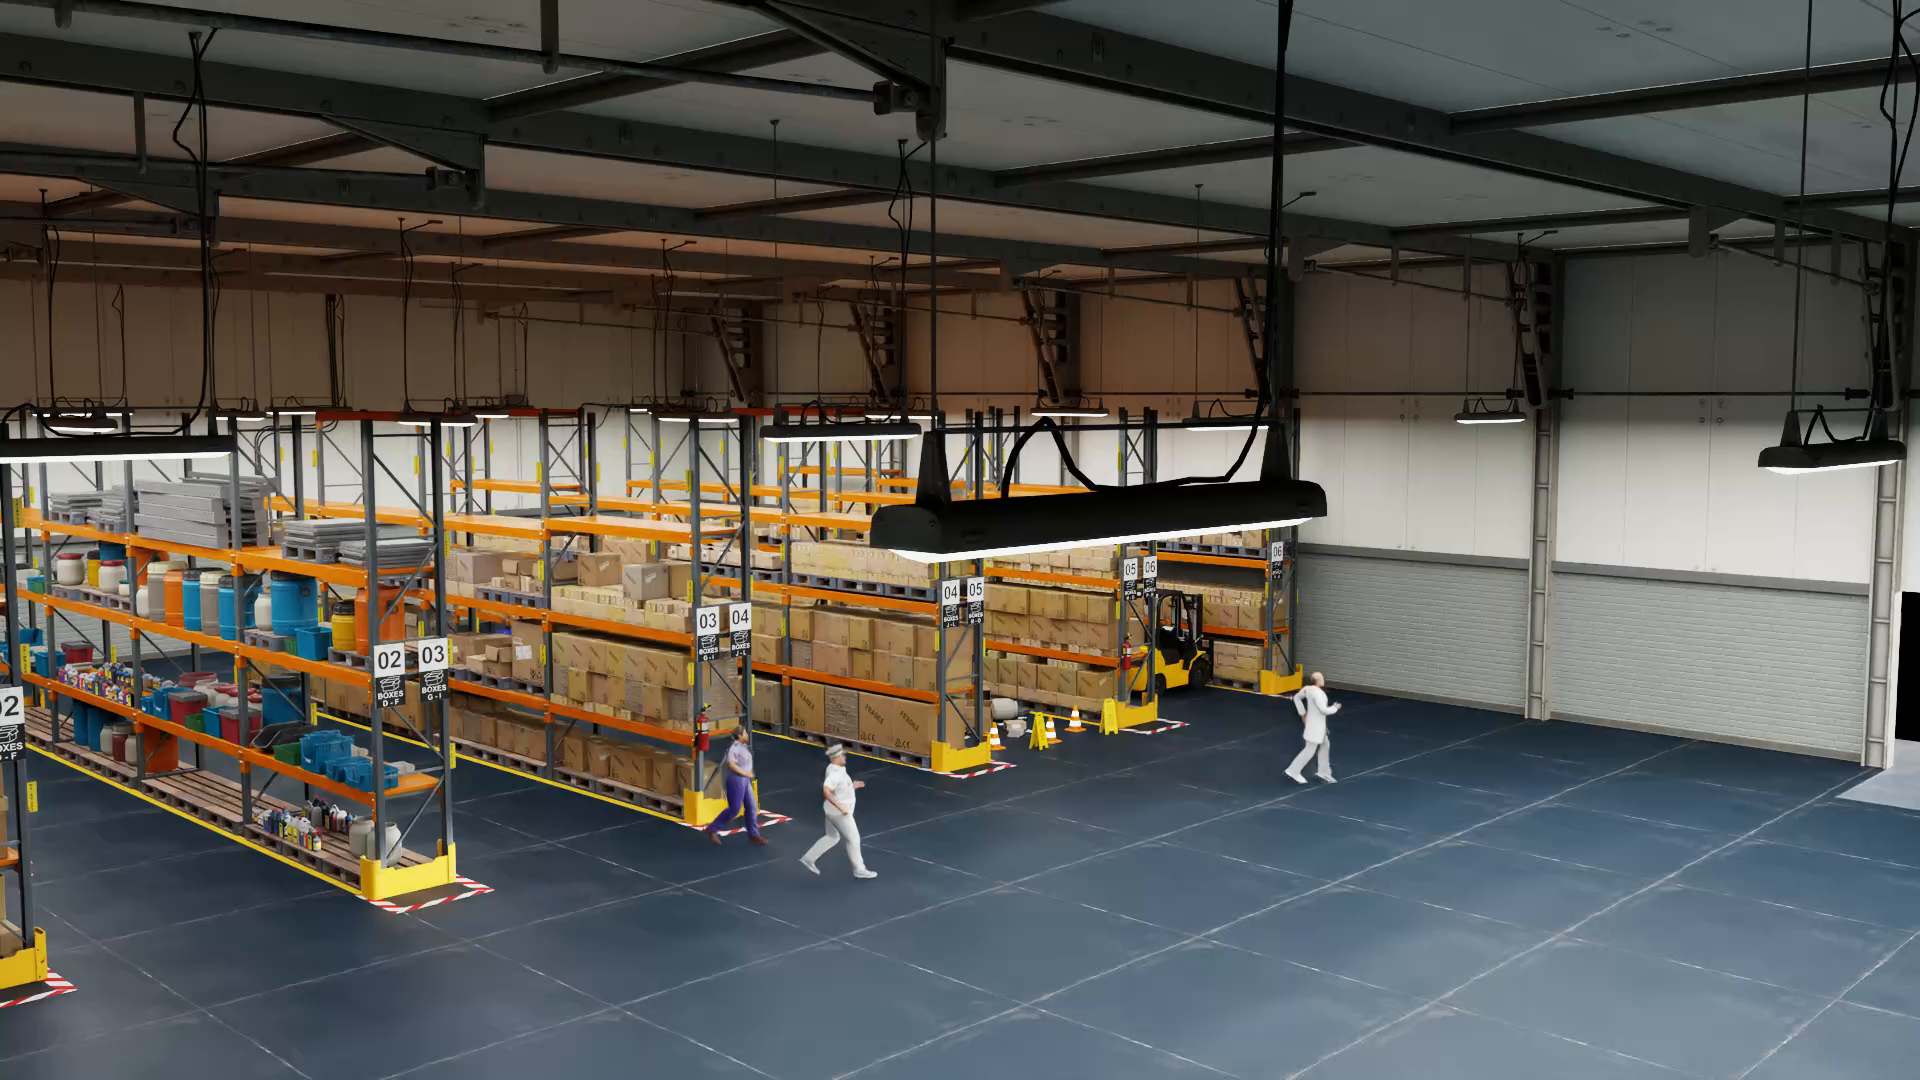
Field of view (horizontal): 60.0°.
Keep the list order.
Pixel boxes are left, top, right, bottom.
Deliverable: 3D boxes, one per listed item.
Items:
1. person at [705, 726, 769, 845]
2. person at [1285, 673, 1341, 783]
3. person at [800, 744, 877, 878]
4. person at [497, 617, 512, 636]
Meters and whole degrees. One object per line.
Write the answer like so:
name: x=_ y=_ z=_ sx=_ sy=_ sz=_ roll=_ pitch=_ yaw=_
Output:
person: x=-3.112 y=3.434 z=23.400 sx=0.880 sy=1.624 sz=0.695 roll=0 pitch=5 yaw=3
person: x=5.703 y=3.056 z=26.858 sx=0.898 sy=1.846 sz=0.705 roll=0 pitch=5 yaw=-1
person: x=-1.577 y=3.517 z=21.558 sx=0.990 sy=1.761 sz=0.663 roll=-2 pitch=5 yaw=-17
person: x=-9.482 y=2.439 z=34.875 sx=0.592 sy=1.650 sz=0.901 roll=-5 pitch=7 yaw=-44
